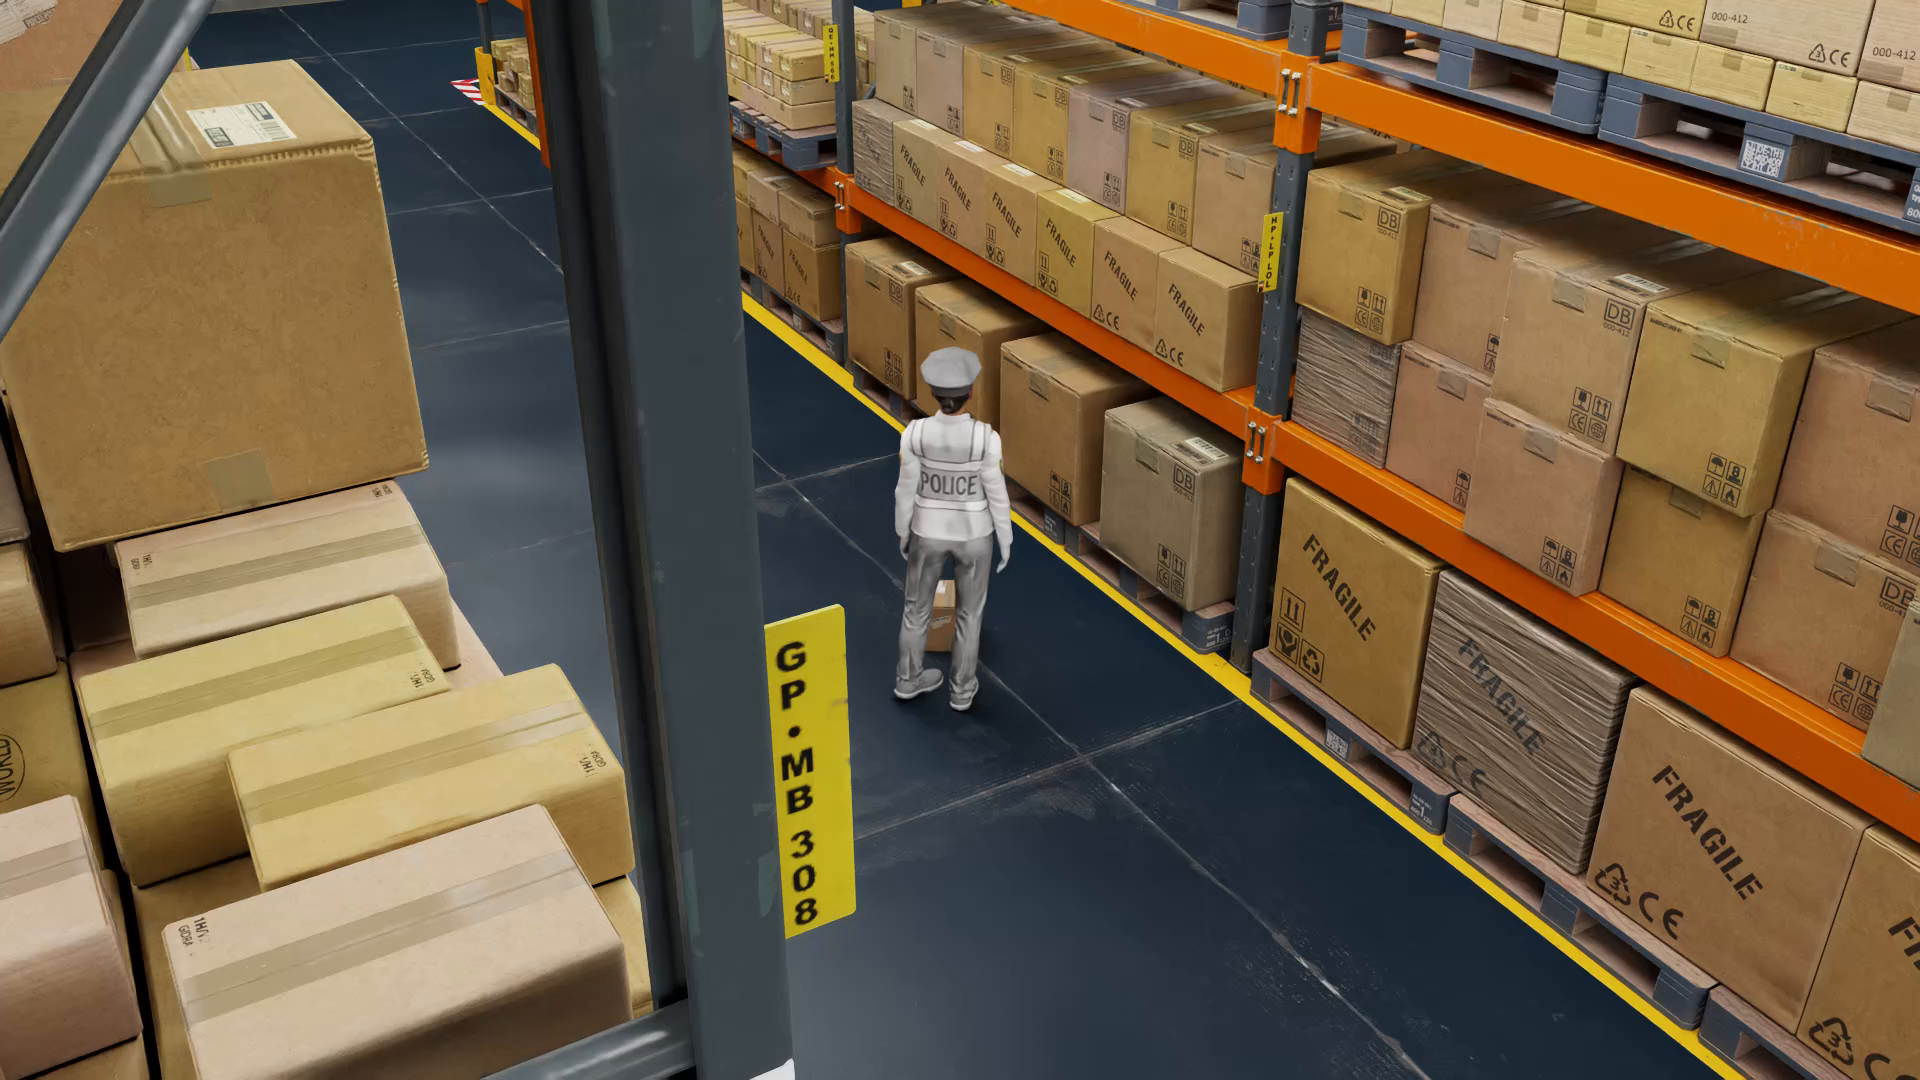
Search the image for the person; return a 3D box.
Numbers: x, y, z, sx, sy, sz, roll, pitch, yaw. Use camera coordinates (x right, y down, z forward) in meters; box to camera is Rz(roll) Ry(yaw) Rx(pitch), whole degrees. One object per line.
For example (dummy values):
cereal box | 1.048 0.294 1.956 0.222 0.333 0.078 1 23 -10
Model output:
person | -0.032 -0.020 7.139 0.528 1.690 0.343 4 29 7
